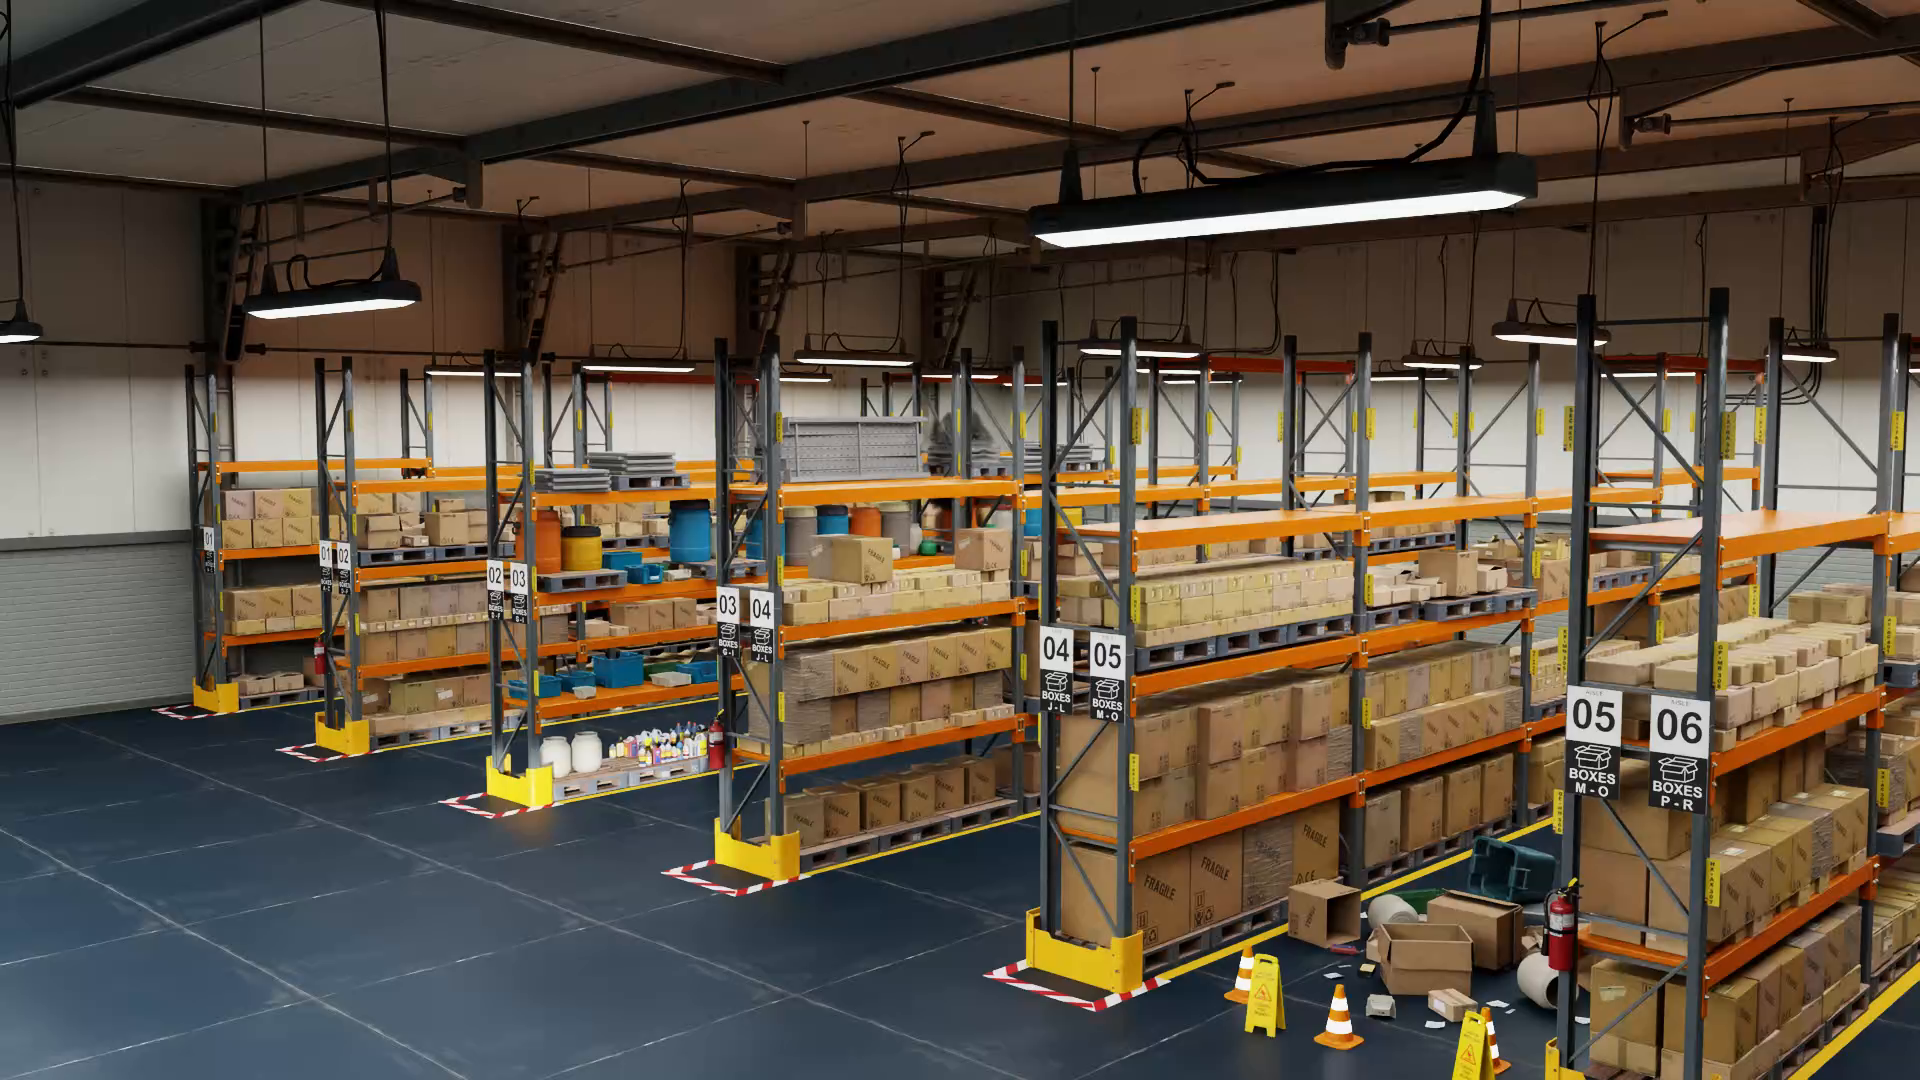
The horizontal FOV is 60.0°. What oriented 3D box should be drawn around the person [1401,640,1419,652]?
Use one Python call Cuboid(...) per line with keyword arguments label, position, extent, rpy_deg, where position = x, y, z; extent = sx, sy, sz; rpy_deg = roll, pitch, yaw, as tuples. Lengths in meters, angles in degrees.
Cuboid(label="person", position=(7.107, 2.319, 26.122), extent=(0.667, 1.731, 0.622), rpy_deg=(3, 5, 30))
